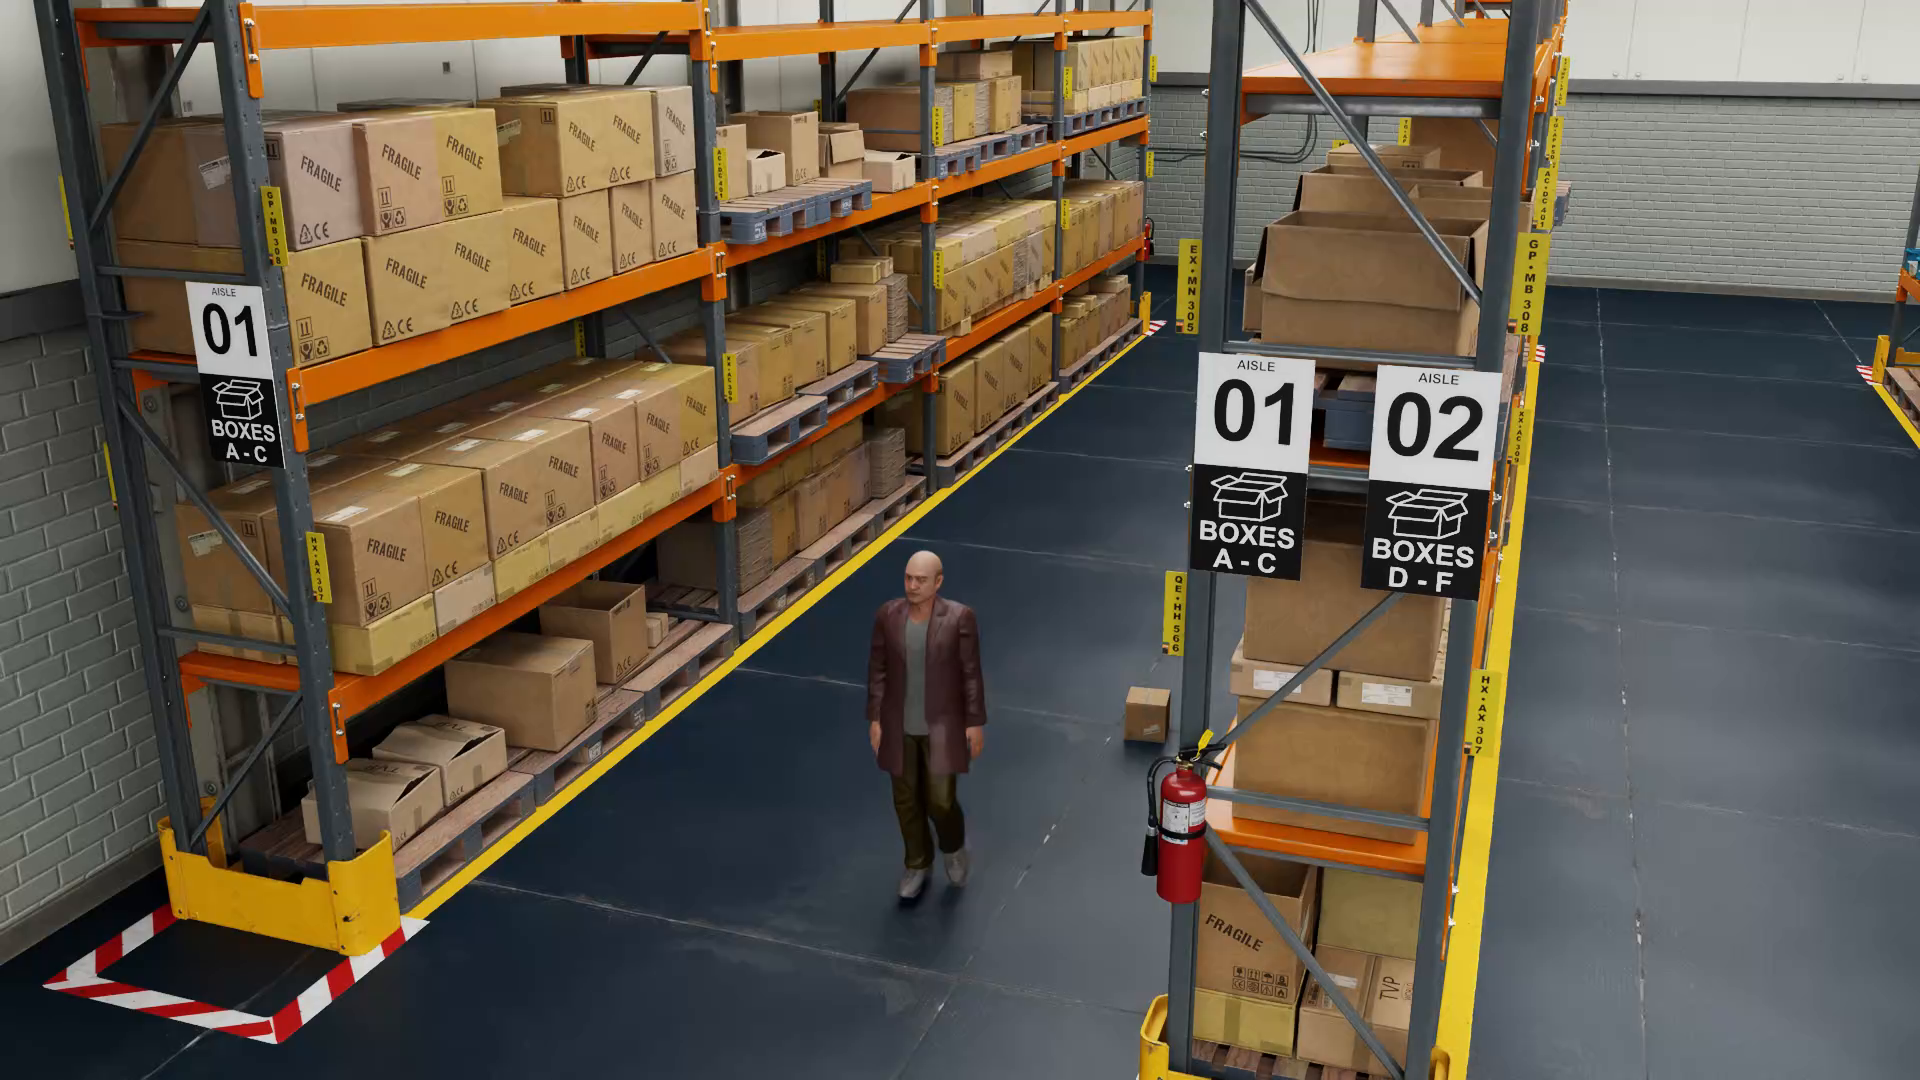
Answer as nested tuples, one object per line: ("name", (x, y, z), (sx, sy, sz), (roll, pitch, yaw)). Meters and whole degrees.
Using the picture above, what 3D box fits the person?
("person", (-0.179, 0.919, 8.227), (0.613, 1.782, 0.514), (6, 19, 17))
